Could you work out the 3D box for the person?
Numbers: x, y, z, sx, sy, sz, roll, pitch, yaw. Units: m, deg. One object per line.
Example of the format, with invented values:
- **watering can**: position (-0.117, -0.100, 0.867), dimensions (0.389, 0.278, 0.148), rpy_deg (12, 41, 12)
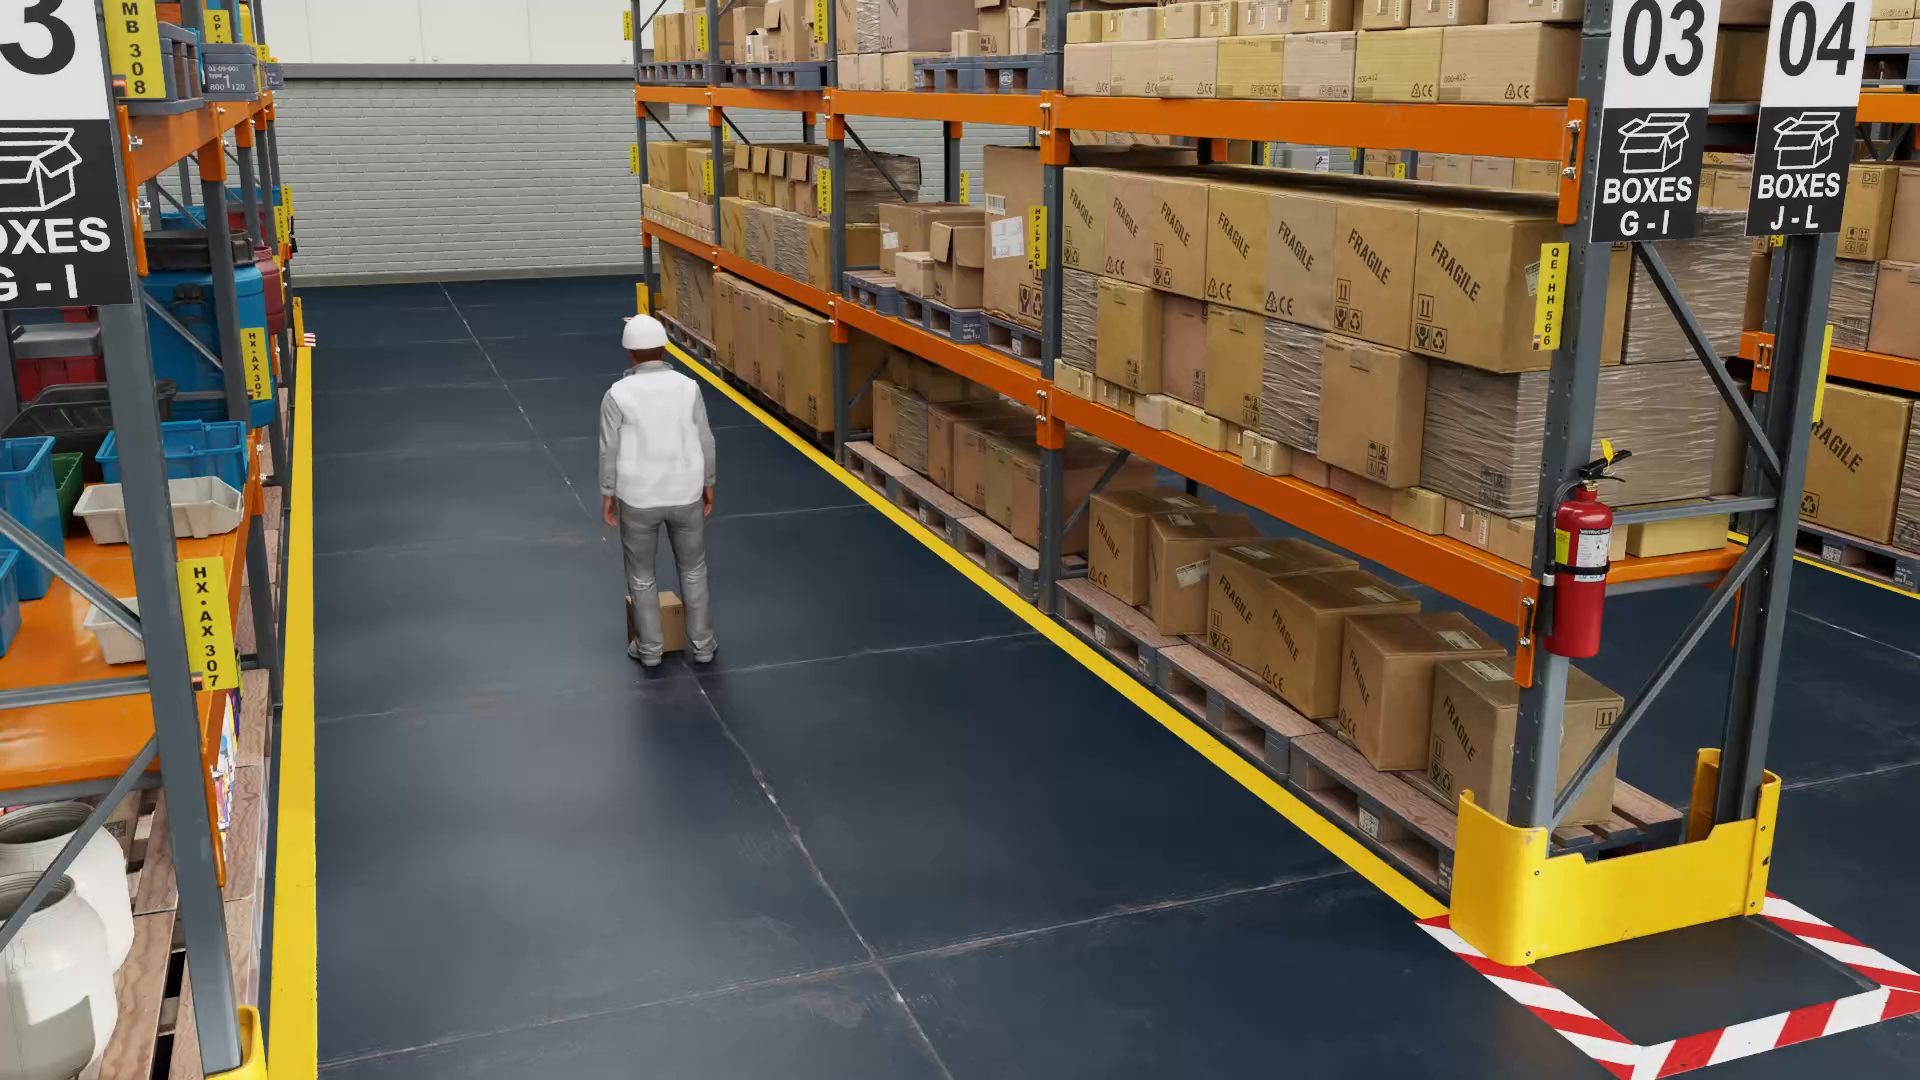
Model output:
- **person**: position (-1.508, -0.235, 8.324), dimensions (0.585, 1.771, 0.466), rpy_deg (-6, 17, -21)
